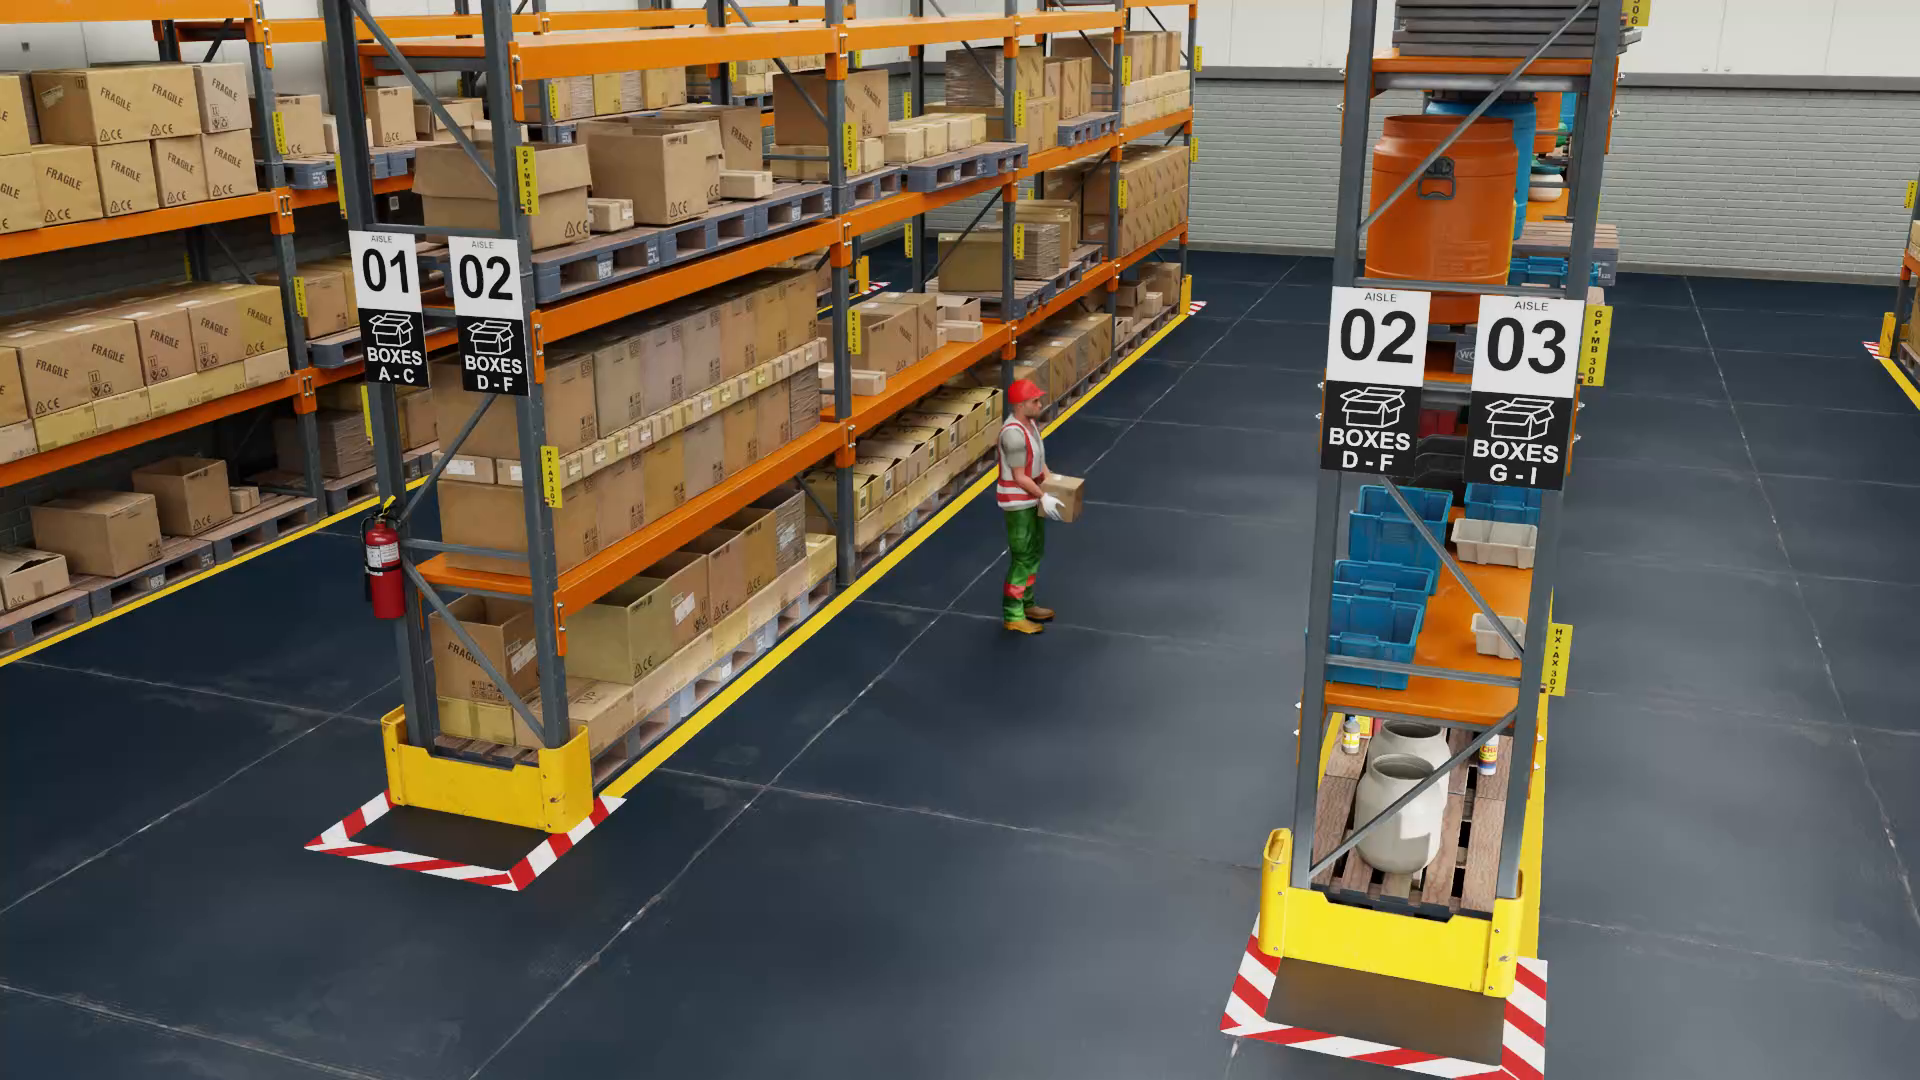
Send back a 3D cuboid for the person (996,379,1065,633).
[{"bbox_3d":[0.530,-0.250,11.762,0.519,1.794,0.526,6,19,18],"label":"person"}]
